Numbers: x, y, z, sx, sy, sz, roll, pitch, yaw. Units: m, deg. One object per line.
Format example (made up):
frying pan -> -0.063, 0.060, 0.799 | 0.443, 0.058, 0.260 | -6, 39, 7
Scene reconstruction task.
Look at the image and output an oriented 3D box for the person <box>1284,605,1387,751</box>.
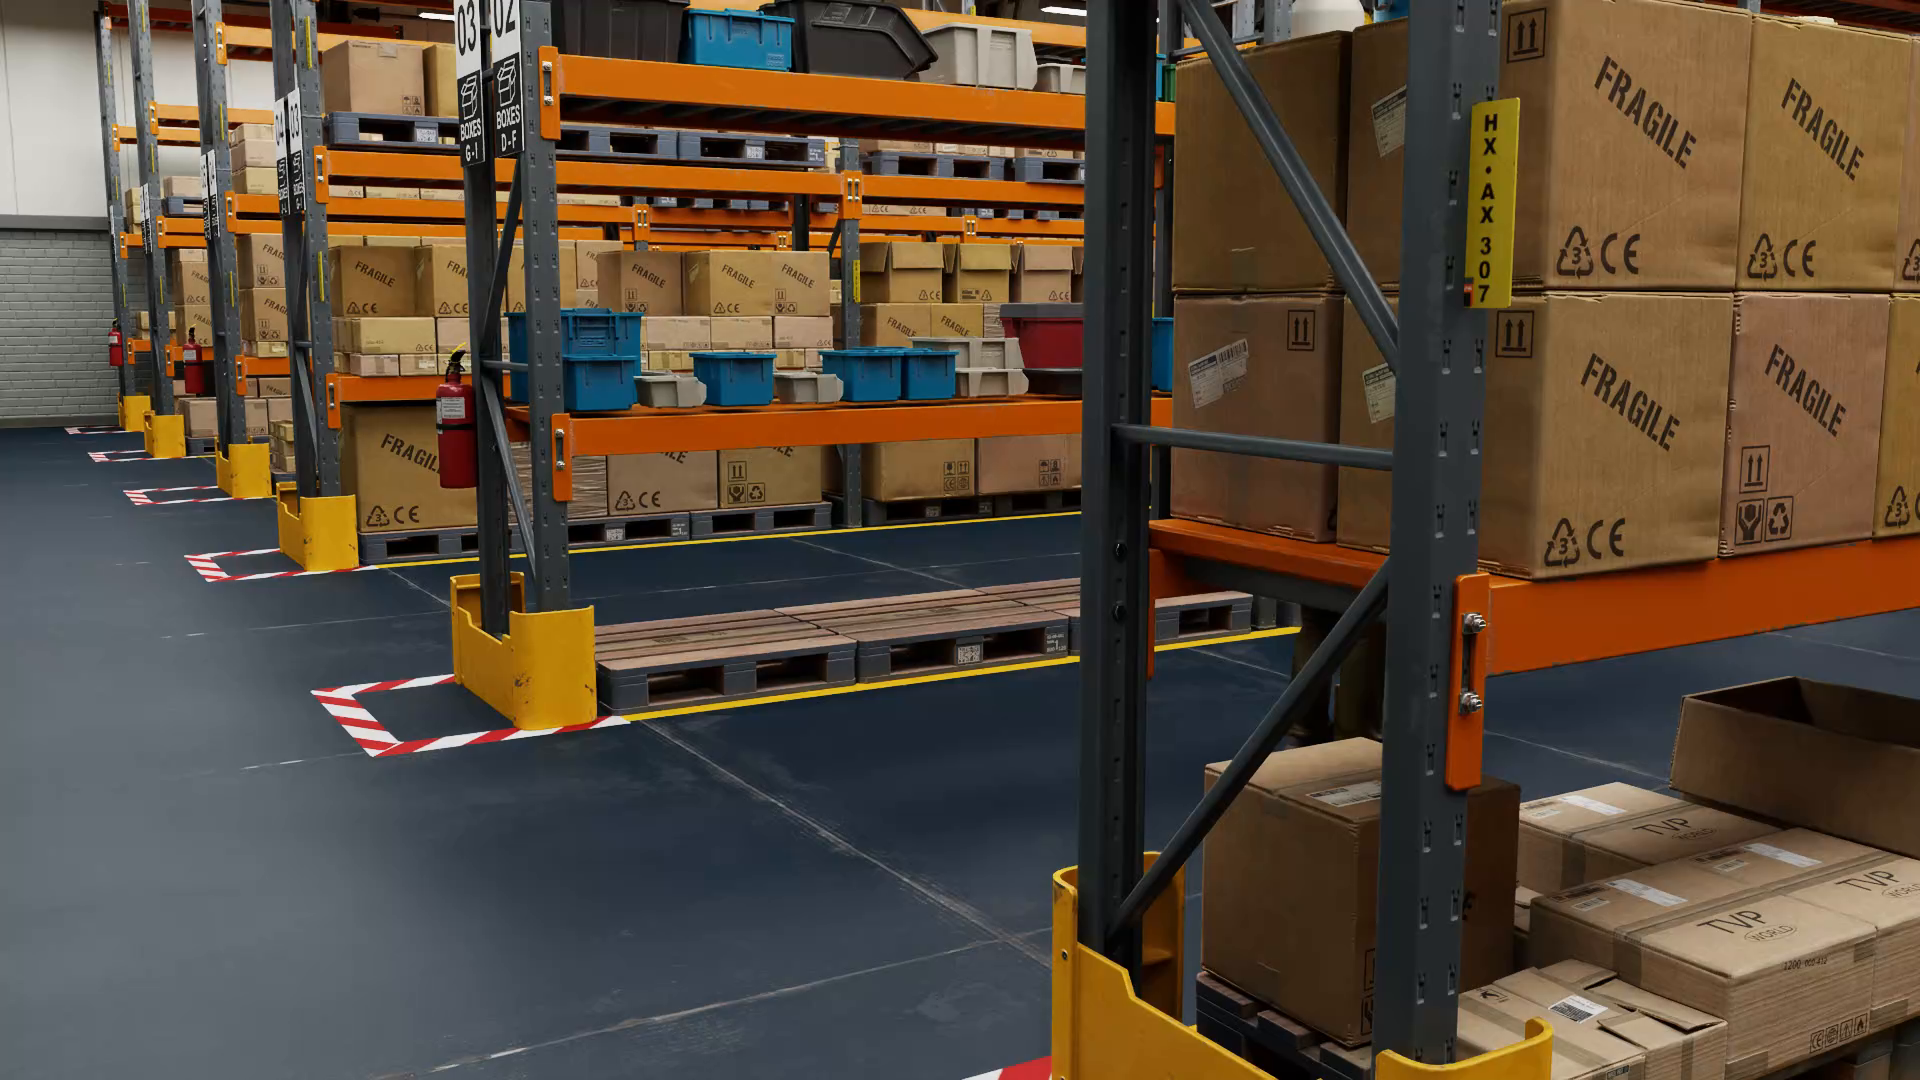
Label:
person -> 1.483, -0.017, 6.495 | 0.428, 1.772, 0.638 | -5, 10, -33
